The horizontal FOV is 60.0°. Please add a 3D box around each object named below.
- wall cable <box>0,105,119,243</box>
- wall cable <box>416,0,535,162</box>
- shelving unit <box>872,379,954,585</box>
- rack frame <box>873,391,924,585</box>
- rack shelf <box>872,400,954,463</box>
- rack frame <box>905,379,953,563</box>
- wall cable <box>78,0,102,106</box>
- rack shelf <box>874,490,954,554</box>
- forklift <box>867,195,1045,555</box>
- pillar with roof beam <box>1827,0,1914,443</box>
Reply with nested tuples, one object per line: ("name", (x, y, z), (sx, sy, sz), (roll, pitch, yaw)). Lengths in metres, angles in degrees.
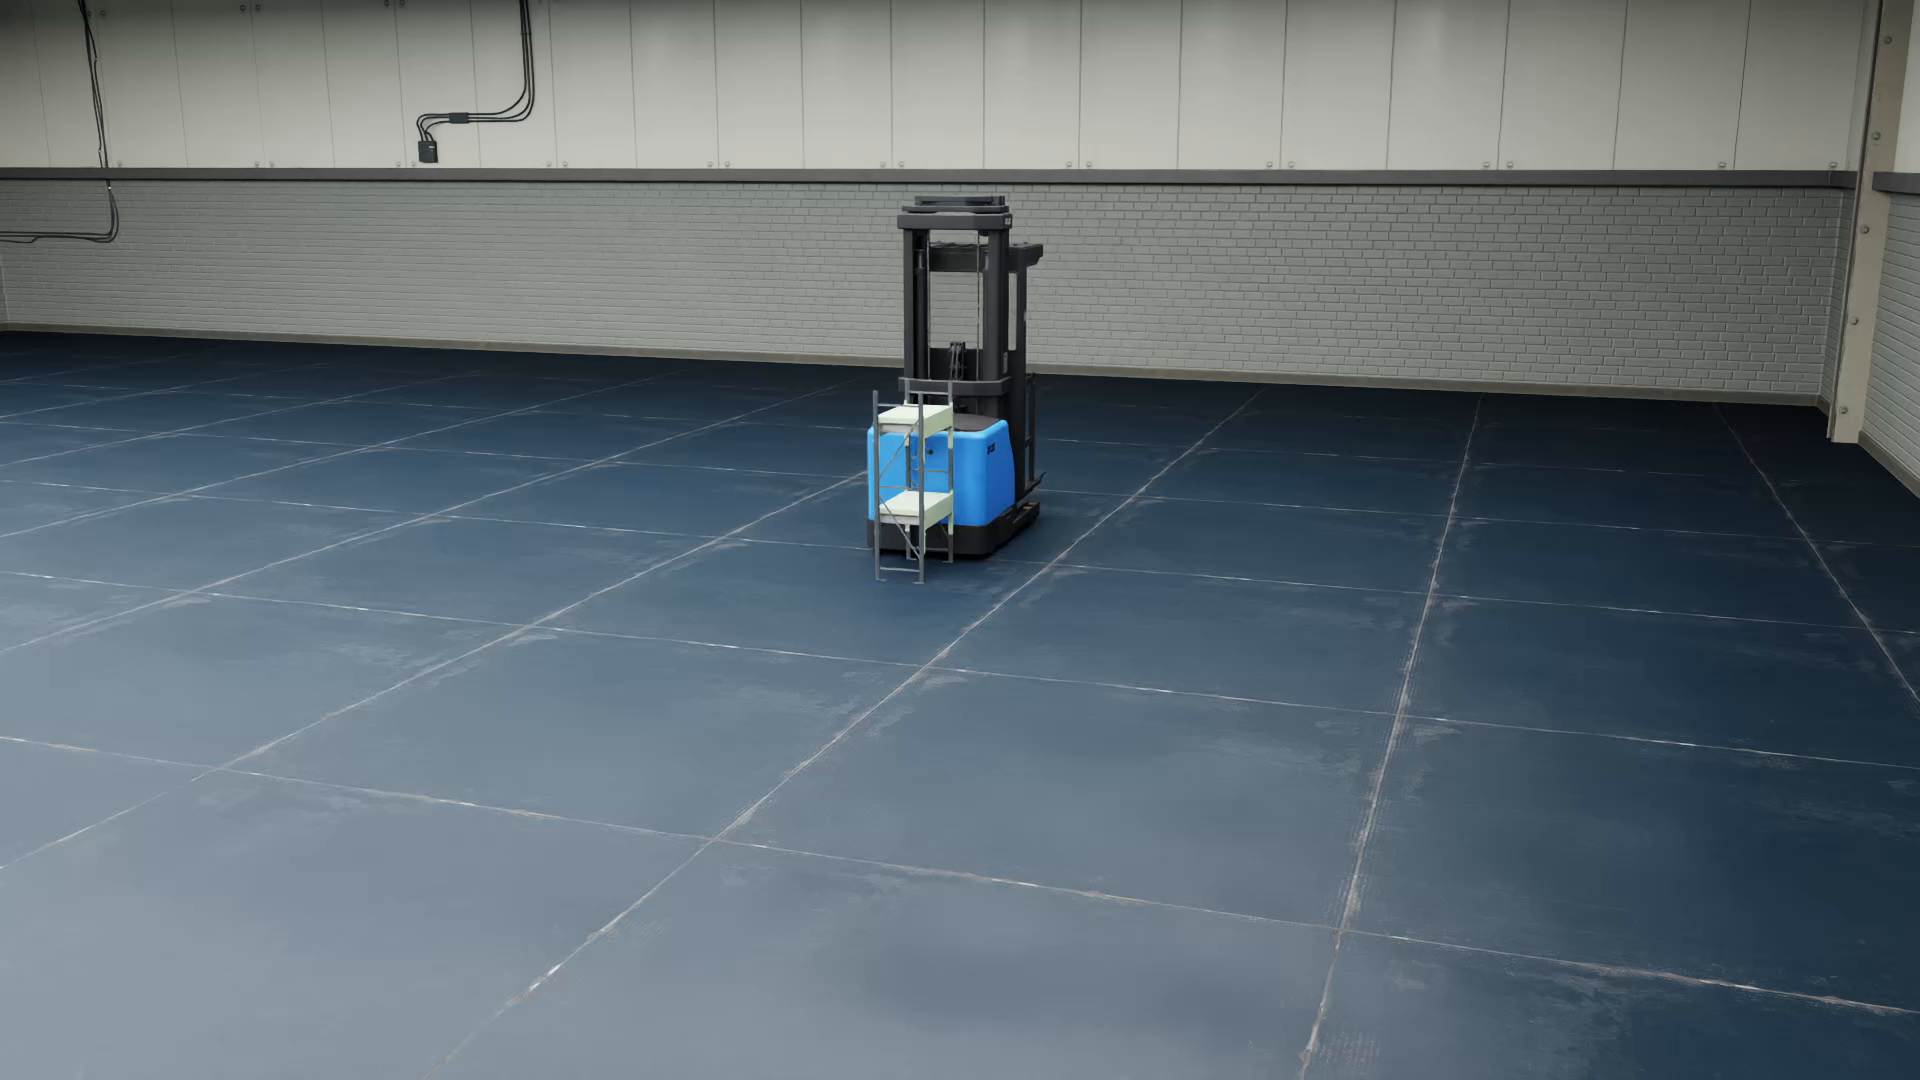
("wall cable", (-17.150, -6.848, 31.248), (3.097, 2.526, 0.112), (4, 14, 18))
("wall cable", (-8.172, -9.333, 27.515), (2.305, 6.003, 0.169), (4, 14, 18))
("shelving unit", (-0.361, -0.478, 13.202), (0.431, 1.500, 0.755), (4, 14, 17))
("rack frame", (-0.473, -0.399, 12.863), (0.400, 1.500, 0.023), (4, 14, 17))
("rack shelf", (-0.362, -0.858, 13.114), (0.431, 0.370, 0.720), (4, 14, 17))
("rack frame", (-0.250, -0.558, 13.542), (0.400, 1.500, 0.023), (4, 14, 17))
("wall cable", (-14.590, -9.116, 29.832), (3.097, 2.526, 0.112), (4, 14, 18))
("rack shelf", (-0.361, -0.161, 13.277), (0.431, 0.370, 0.720), (4, 14, 17))
("forklift", (0.108, -1.589, 14.862), (1.130, 2.935, 3.031), (4, 13, 15))
("pillar with roof beam", (6.378, -5.879, 20.023), (9.100, 9.000, 0.400), (4, 14, 18))
